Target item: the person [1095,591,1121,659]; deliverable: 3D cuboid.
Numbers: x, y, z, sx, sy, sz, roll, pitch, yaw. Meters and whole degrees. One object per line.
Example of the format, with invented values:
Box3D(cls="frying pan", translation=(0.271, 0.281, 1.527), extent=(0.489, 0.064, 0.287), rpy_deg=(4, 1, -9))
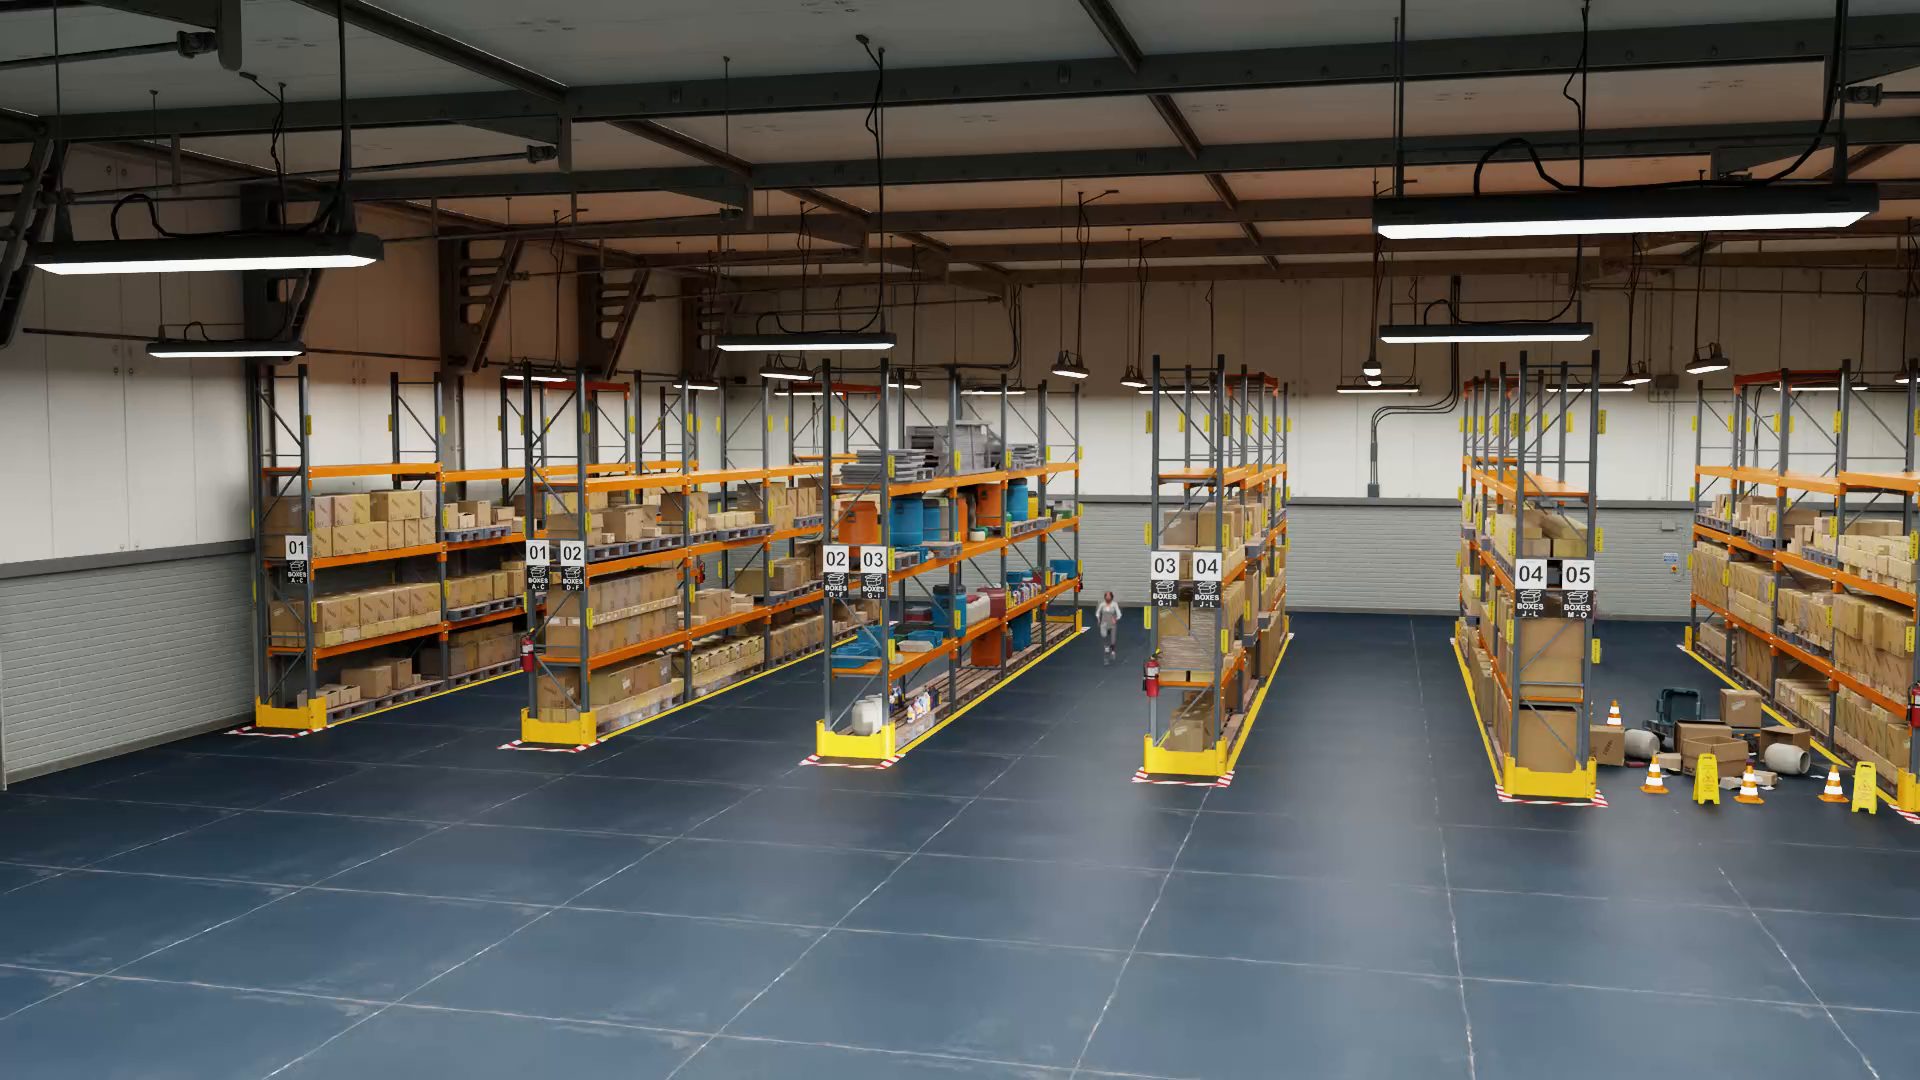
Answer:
Box3D(cls="person", translation=(3.084, 1.784, 34.698), extent=(0.539, 1.456, 0.749), rpy_deg=(1, 4, 10))
